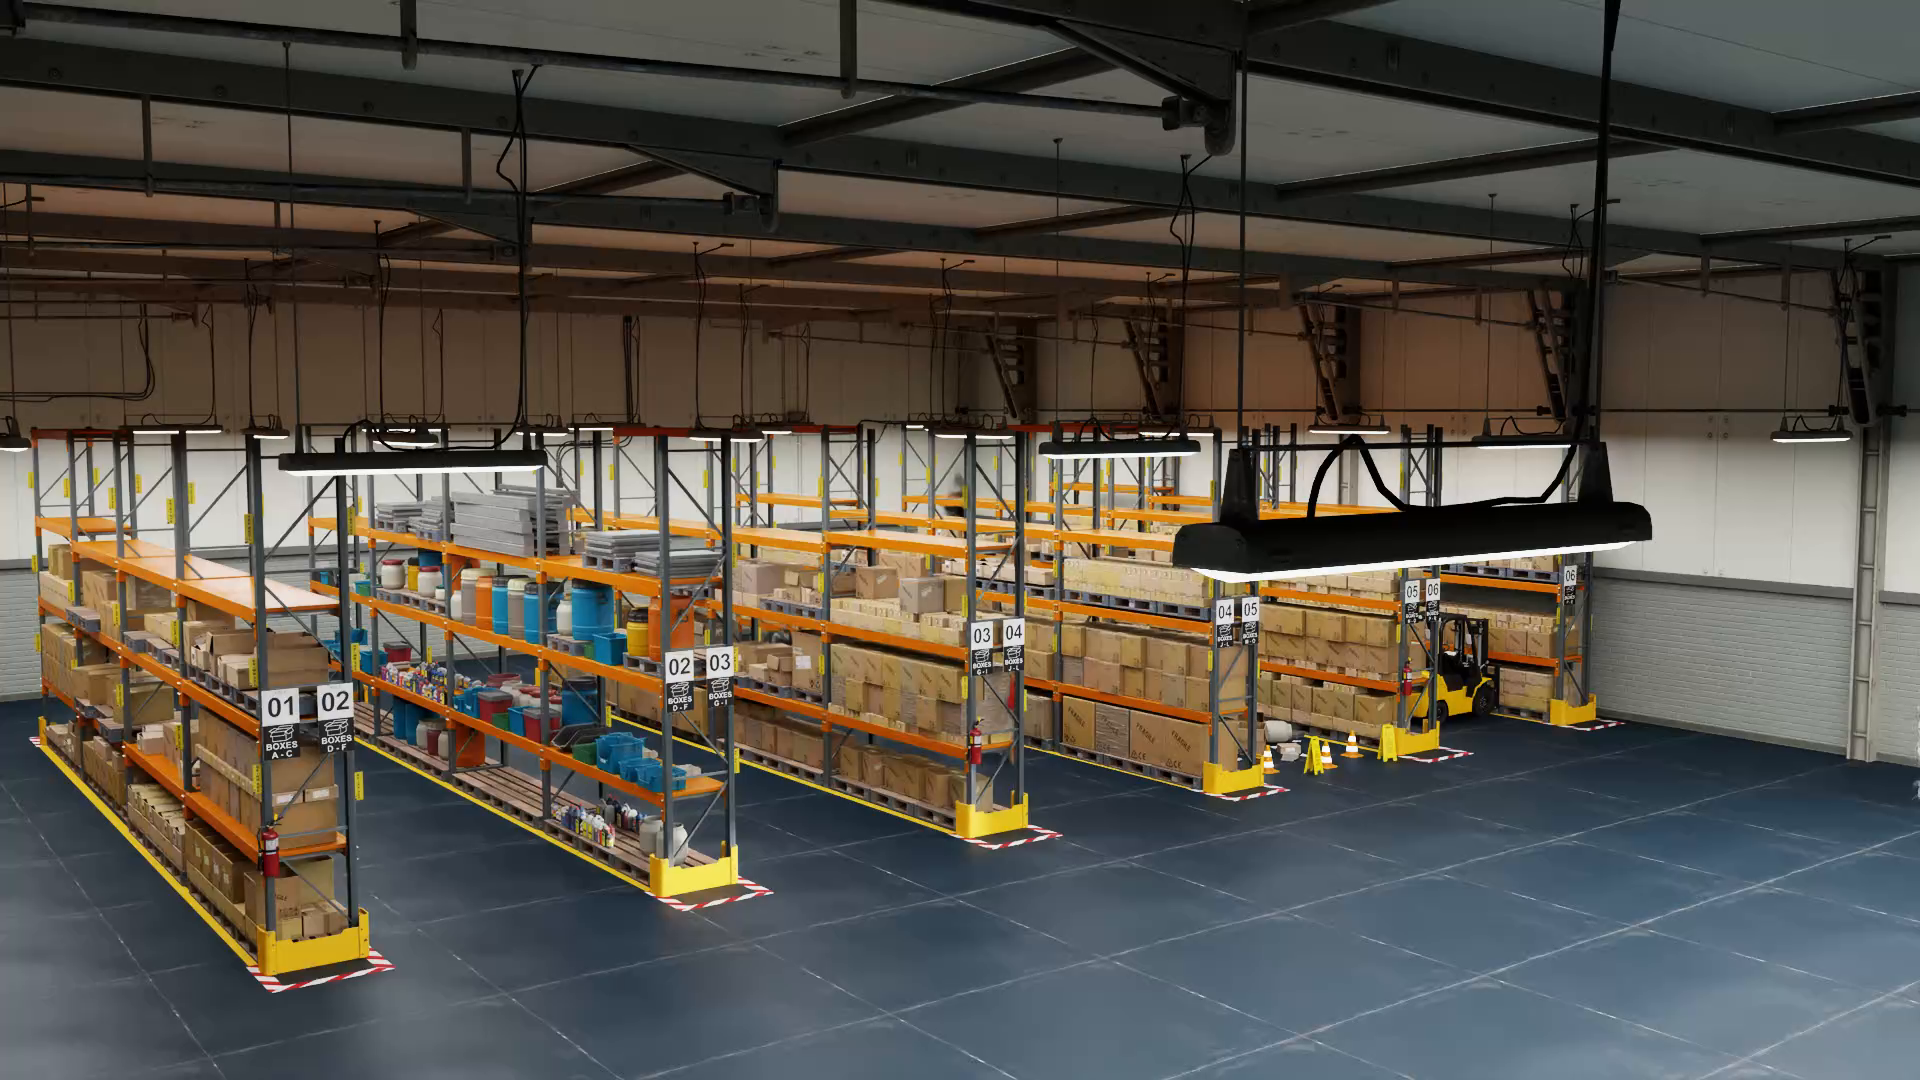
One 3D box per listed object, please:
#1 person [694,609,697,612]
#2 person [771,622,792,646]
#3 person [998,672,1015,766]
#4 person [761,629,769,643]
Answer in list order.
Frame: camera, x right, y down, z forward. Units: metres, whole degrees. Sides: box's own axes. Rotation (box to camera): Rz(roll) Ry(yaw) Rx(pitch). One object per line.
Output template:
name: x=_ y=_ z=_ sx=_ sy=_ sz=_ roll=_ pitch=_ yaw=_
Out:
person: x=-6.460 y=2.427 z=39.930 sx=0.618 sy=1.556 sz=0.495 roll=2 pitch=5 yaw=22
person: x=-3.860 y=2.619 z=36.426 sx=0.663 sy=1.771 sz=0.849 roll=-3 pitch=5 yaw=-35
person: x=0.848 y=3.148 z=29.726 sx=0.679 sy=1.701 sz=0.810 roll=-3 pitch=6 yaw=-36
person: x=-4.871 y=2.253 z=41.801 sx=0.544 sy=1.594 sz=0.593 roll=0 pitch=4 yaw=4
